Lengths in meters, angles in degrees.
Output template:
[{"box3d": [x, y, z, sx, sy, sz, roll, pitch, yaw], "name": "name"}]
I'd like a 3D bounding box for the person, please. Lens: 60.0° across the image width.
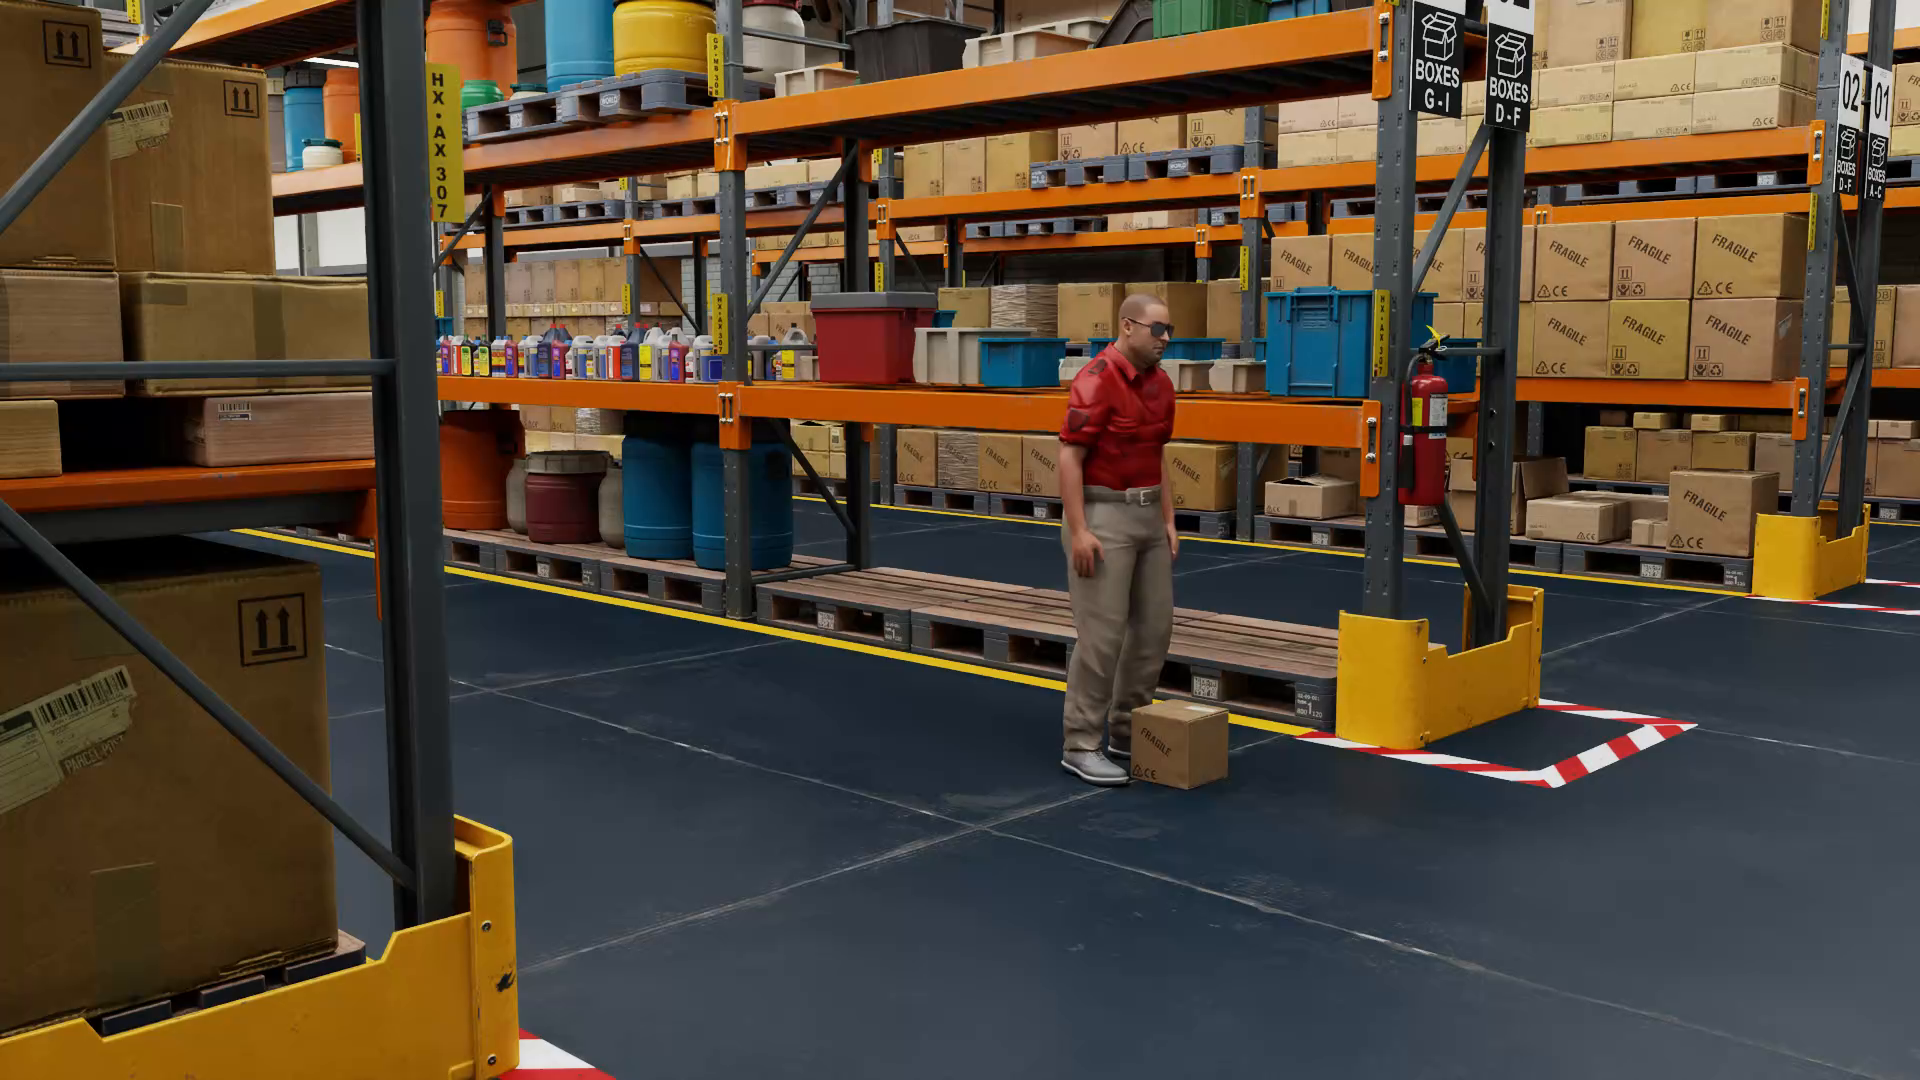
[{"box3d": [0.593, -0.026, 6.025, 0.396, 1.726, 0.585, 7, 10, 43], "name": "person"}]
